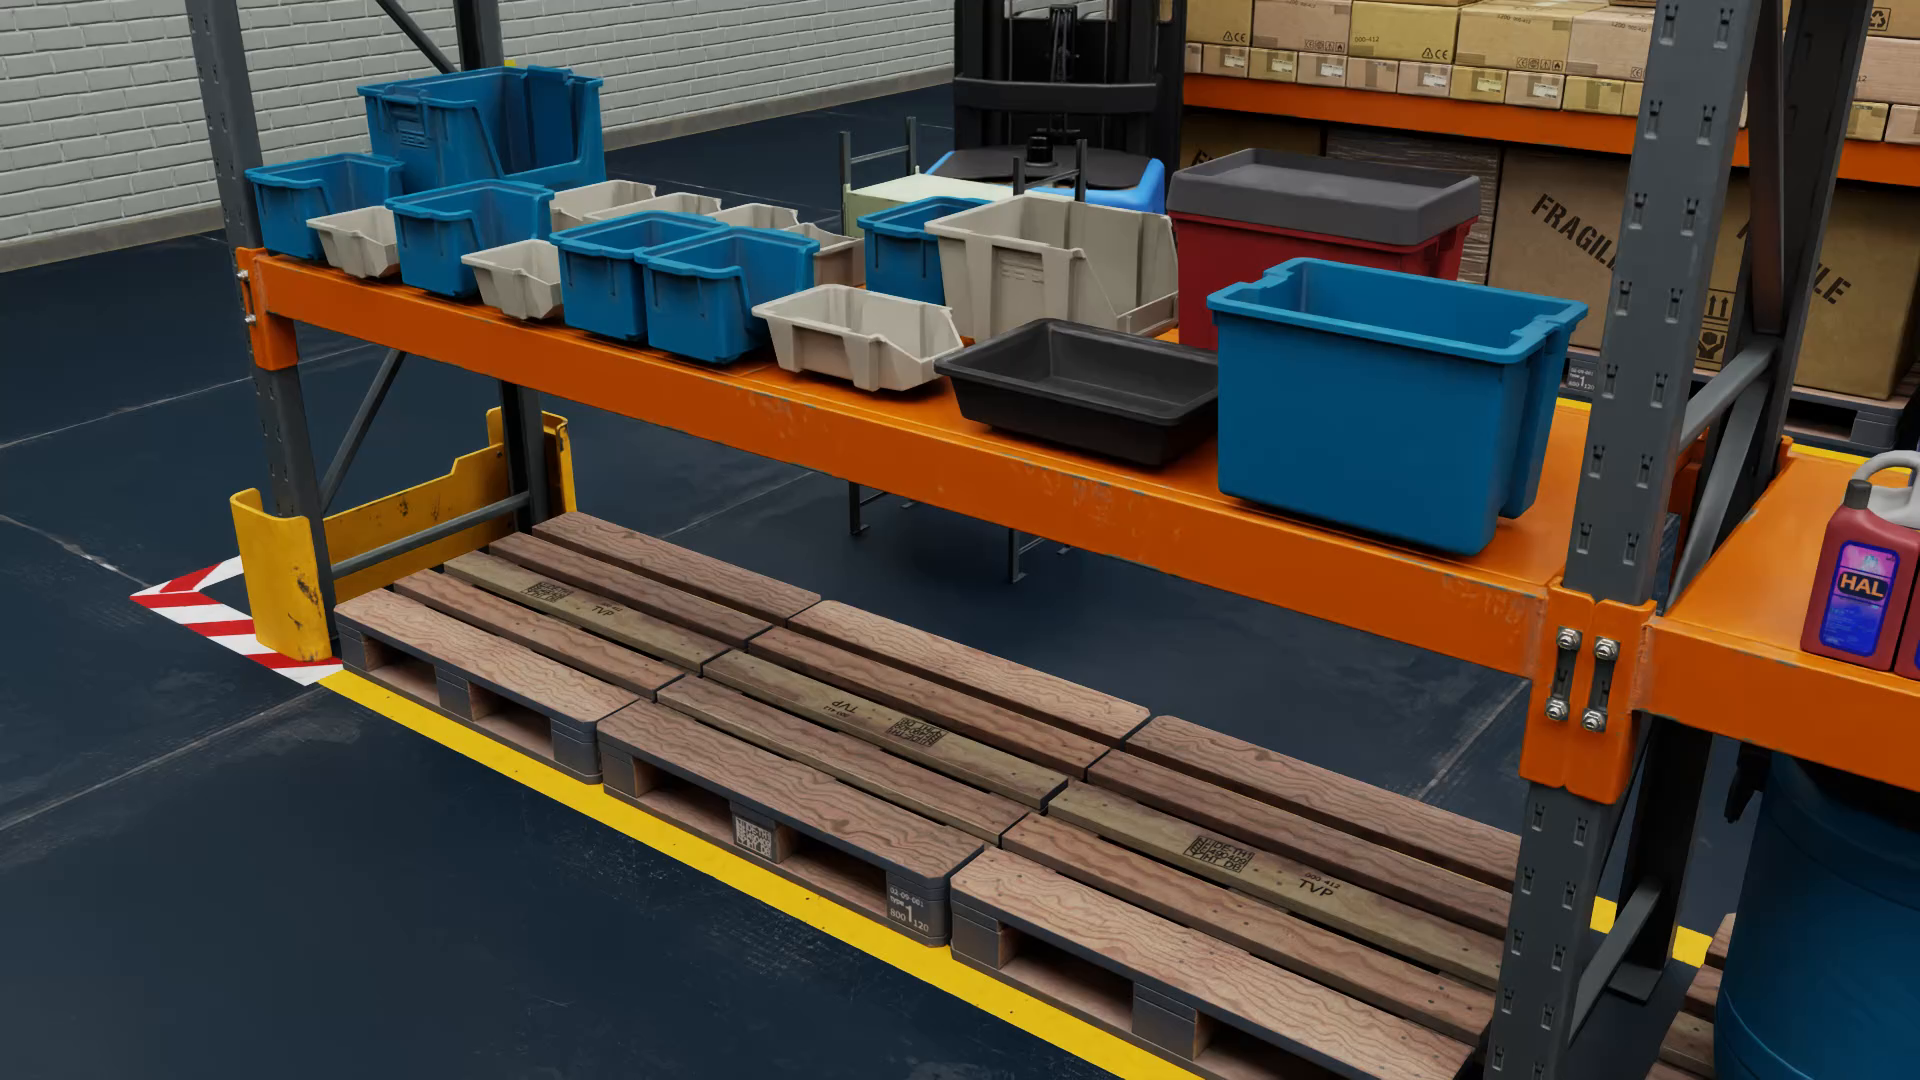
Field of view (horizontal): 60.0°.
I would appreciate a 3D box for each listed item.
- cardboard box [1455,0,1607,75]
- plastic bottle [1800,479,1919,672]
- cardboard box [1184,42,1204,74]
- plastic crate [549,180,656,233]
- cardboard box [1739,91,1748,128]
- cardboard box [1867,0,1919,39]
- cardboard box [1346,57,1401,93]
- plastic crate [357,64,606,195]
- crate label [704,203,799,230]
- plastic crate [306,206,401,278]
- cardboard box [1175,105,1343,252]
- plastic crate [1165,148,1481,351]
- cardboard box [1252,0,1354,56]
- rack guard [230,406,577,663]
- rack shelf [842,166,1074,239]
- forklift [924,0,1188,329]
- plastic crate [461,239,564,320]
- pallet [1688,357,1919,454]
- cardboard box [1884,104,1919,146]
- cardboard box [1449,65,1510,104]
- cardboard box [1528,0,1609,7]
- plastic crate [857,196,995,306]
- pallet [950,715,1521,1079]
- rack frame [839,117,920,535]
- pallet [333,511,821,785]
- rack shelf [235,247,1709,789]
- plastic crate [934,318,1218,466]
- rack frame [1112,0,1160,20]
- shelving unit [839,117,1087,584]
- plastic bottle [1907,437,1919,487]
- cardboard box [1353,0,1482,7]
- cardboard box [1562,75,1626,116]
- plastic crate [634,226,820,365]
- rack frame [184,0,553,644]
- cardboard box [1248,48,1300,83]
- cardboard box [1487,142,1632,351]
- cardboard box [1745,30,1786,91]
[{"bbox_3d":[2.588,-2.286,7.536,0.500,0.250,0.500,16,28,32],"label":"cardboard box"},{"bbox_3d":[1.393,0.052,2.556,0.133,0.283,0.061,17,29,33],"label":"plastic bottle"},{"bbox_3d":[1.211,-2.486,8.482,0.250,0.149,0.380,17,29,34],"label":"cardboard box"},{"bbox_3d":[-1.084,-0.963,4.968,0.243,0.136,0.396,17,29,33],"label":"plastic crate"},{"bbox_3d":[3.268,-1.865,7.074,0.250,0.149,0.380,17,29,34],"label":"cardboard box"},{"bbox_3d":[3.798,-2.261,6.549,0.500,0.500,0.500,18,29,35],"label":"cardboard box"},{"bbox_3d":[2.035,-2.238,7.920,0.250,0.149,0.380,16,28,32],"label":"cardboard box"},{"bbox_3d":[-1.465,-1.218,5.175,0.499,0.435,0.616,17,29,33],"label":"plastic crate"},{"bbox_3d":[-0.623,-0.829,4.663,0.243,0.136,0.396,17,29,33],"label":"crate label"},{"bbox_3d":[-1.638,-0.831,4.669,0.298,0.136,0.250,17,29,33],"label":"plastic crate"},{"bbox_3d":[1.685,-1.884,8.919,0.875,0.875,0.875,17,29,33],"label":"cardboard box"},{"bbox_3d":[0.791,-0.581,3.695,0.583,0.464,0.402,17,29,33],"label":"plastic crate"},{"bbox_3d":[1.767,-2.534,8.097,0.500,0.250,0.500,16,29,33],"label":"cardboard box"},{"bbox_3d":[-1.872,-0.052,5.749,0.348,0.500,1.175,17,29,33],"label":"rack guard"},{"bbox_3d":[0.005,-1.042,5.787,0.720,0.370,0.431,17,29,33],"label":"rack shelf"},{"bbox_3d":[0.562,-2.399,8.060,1.130,2.935,3.031,5,24,10],"label":"forklift"},{"bbox_3d":[-1.095,-0.667,4.297,0.298,0.136,0.250,17,29,33],"label":"plastic crate"},{"bbox_3d":[3.764,-0.759,7.710,1.213,0.211,1.003,17,29,33],"label":"pallet"},{"bbox_3d":[3.886,-1.679,6.651,0.250,0.149,0.380,17,29,34],"label":"cardboard box"},{"bbox_3d":[2.443,-2.114,7.639,0.250,0.149,0.380,16,28,32],"label":"cardboard box"},{"bbox_3d":[2.904,-2.458,7.926,0.500,0.250,0.500,17,29,33],"label":"cardboard box"},{"bbox_3d":[-0.048,-0.732,4.324,0.300,0.233,0.416,17,29,33],"label":"plastic crate"},{"bbox_3d":[0.744,0.883,3.983,1.213,0.211,1.003,17,29,33],"label":"pallet"},{"bbox_3d":[-0.288,-0.773,6.145,0.023,1.500,0.400,17,29,33],"label":"rack frame"},{"bbox_3d":[-1.209,0.293,5.323,1.213,0.211,1.003,17,29,33],"label":"pallet"},{"bbox_3d":[-0.245,-0.382,4.289,4.000,0.370,1.077,17,29,33],"label":"rack shelf"},{"bbox_3d":[0.299,-0.313,3.507,0.590,0.125,0.437,17,29,33],"label":"plastic crate"},{"bbox_3d":[1.125,-2.793,8.868,0.127,3.000,1.000,17,29,33],"label":"rack frame"},{"bbox_3d":[0.005,-0.685,5.944,0.755,1.500,0.431,17,29,33],"label":"shelving unit"},{"bbox_3d":[1.865,-0.180,3.092,0.135,0.276,0.152,17,29,33],"label":"plastic bottle"},{"bbox_3d":[2.166,-2.756,7.672,0.500,0.500,0.500,16,28,32],"label":"cardboard box"},{"bbox_3d":[2.857,-1.989,7.356,0.250,0.149,0.380,16,29,32],"label":"cardboard box"},{"bbox_3d":[-0.551,-0.589,3.999,0.300,0.233,0.416,17,29,33],"label":"plastic crate"},{"bbox_3d":[-1.845,-1.195,5.241,0.127,3.000,1.000,17,29,33],"label":"rack frame"},{"bbox_3d":[1.623,-2.362,8.202,0.250,0.149,0.380,16,28,32],"label":"cardboard box"},{"bbox_3d":[3.126,-1.448,7.931,0.875,0.875,0.875,17,29,33],"label":"cardboard box"},{"bbox_3d":[3.400,-2.039,6.976,0.500,0.250,0.500,18,29,35],"label":"cardboard box"}]
